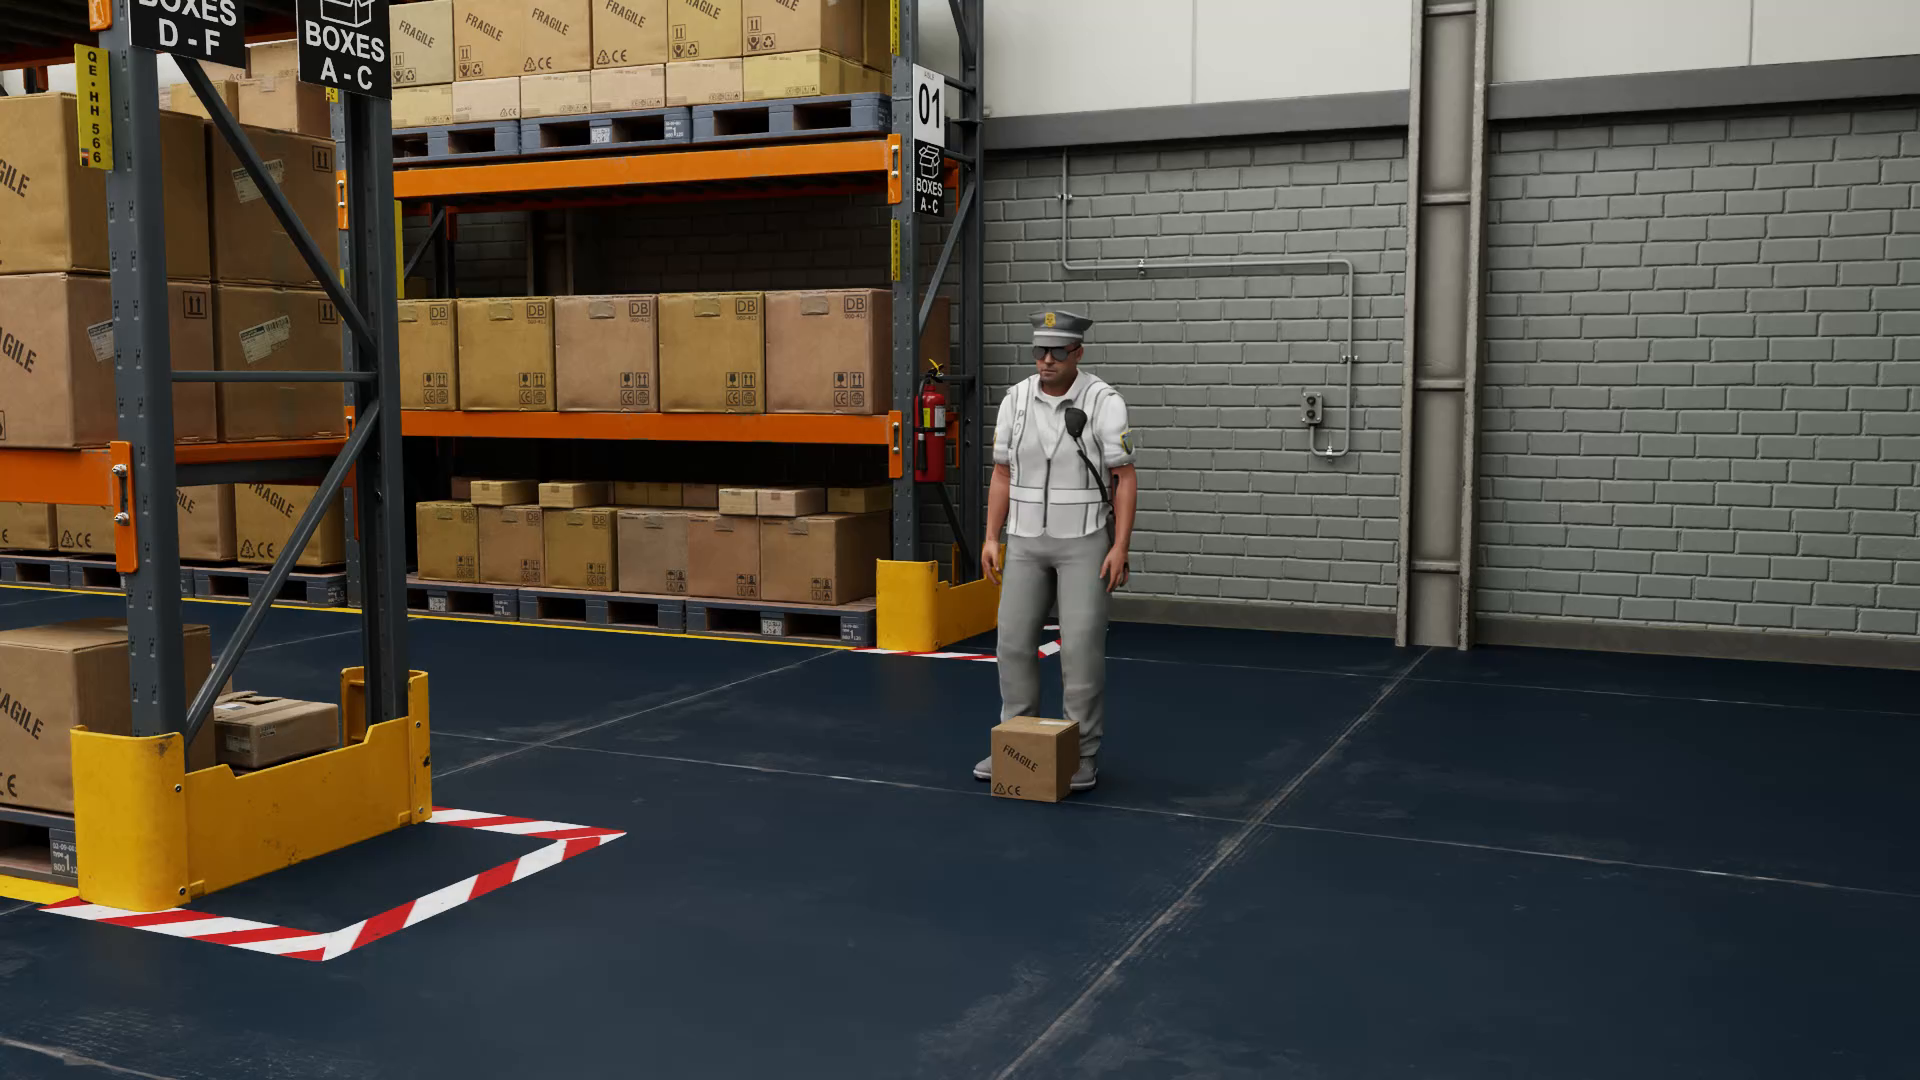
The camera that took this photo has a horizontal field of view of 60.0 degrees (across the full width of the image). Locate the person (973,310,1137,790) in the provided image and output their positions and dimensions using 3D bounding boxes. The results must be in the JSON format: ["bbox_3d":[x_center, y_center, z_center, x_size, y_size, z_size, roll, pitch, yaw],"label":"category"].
[{"bbox_3d":[0.370,0.026,6.223,0.585,1.749,0.465,2,6,24],"label":"person"}]
